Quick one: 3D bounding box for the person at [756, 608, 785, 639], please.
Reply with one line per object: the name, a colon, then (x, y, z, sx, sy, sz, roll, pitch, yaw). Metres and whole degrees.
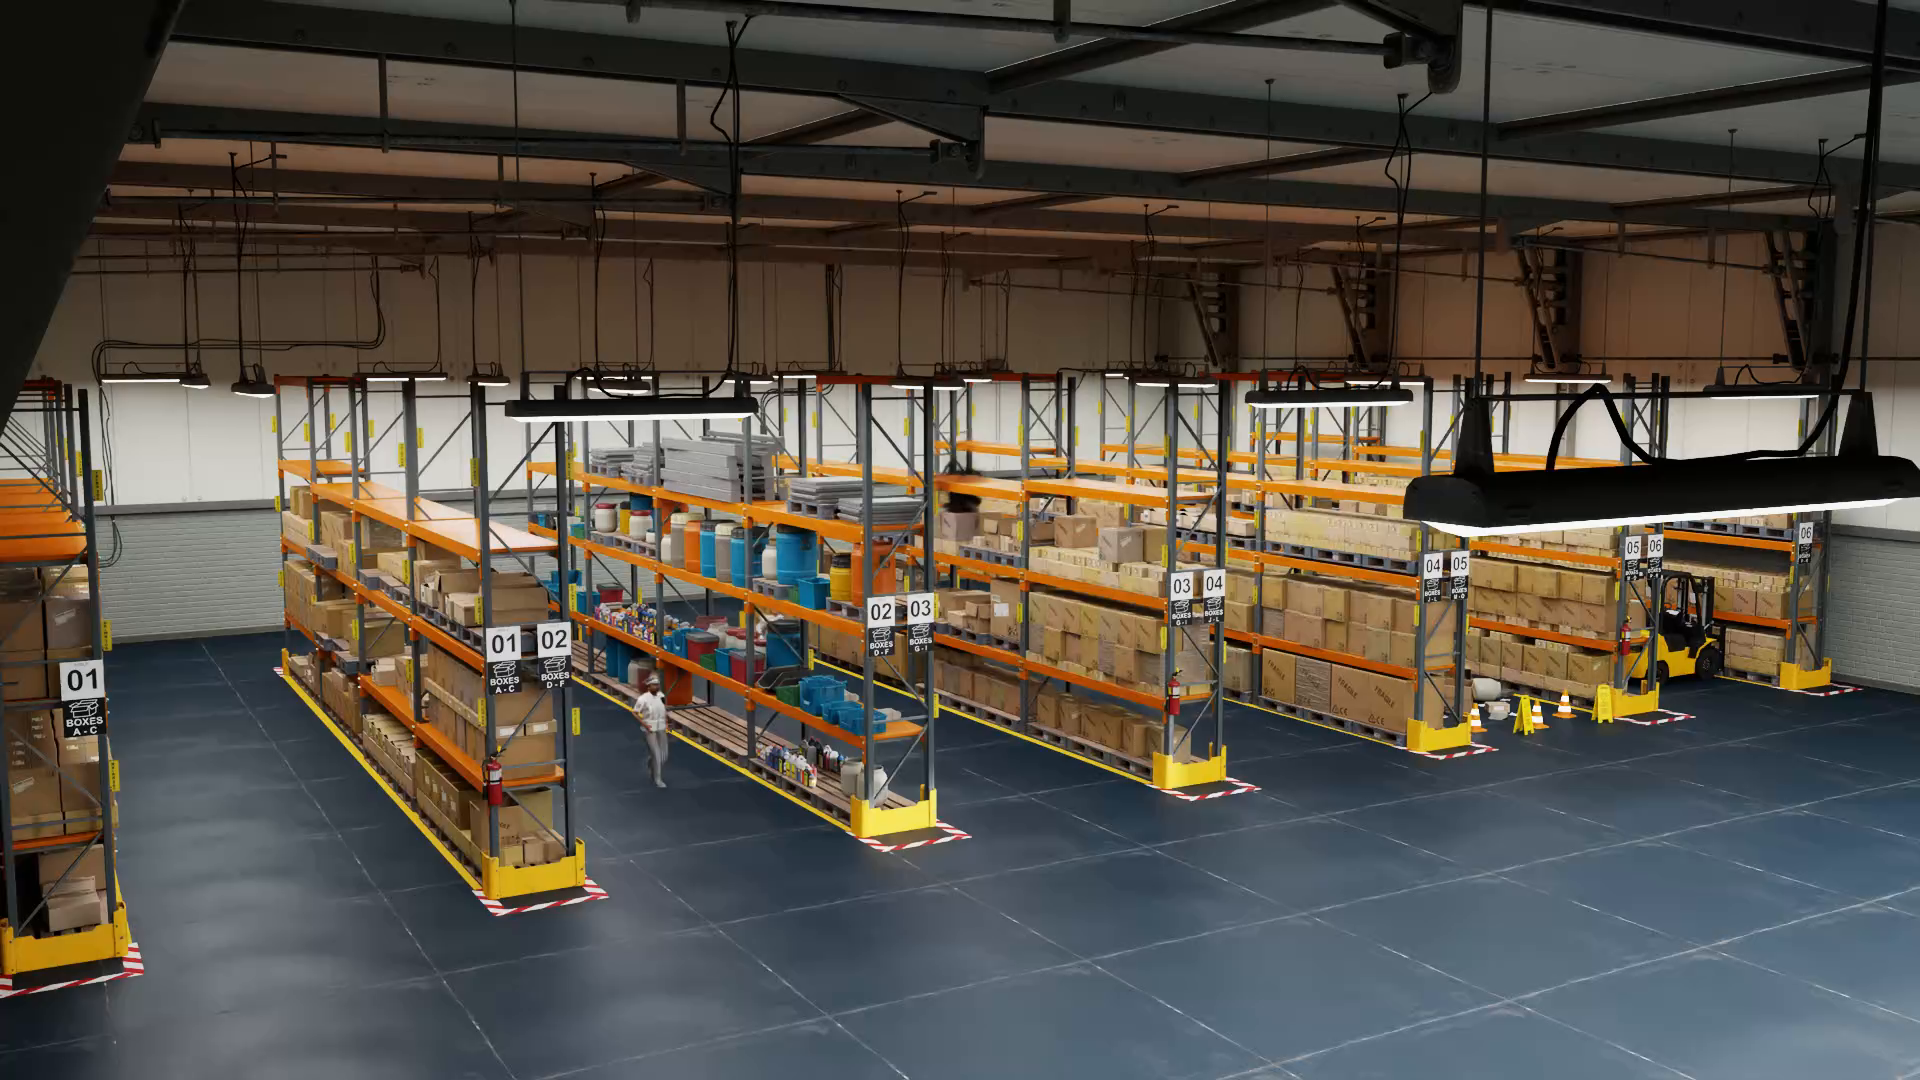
person: (-3.573, 1.954, 31.938, 0.614, 1.607, 0.906, -5, 8, -39)

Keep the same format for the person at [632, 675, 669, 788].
person: (-4.576, 2.810, 24.656, 0.587, 1.672, 0.601, -6, 8, -42)
